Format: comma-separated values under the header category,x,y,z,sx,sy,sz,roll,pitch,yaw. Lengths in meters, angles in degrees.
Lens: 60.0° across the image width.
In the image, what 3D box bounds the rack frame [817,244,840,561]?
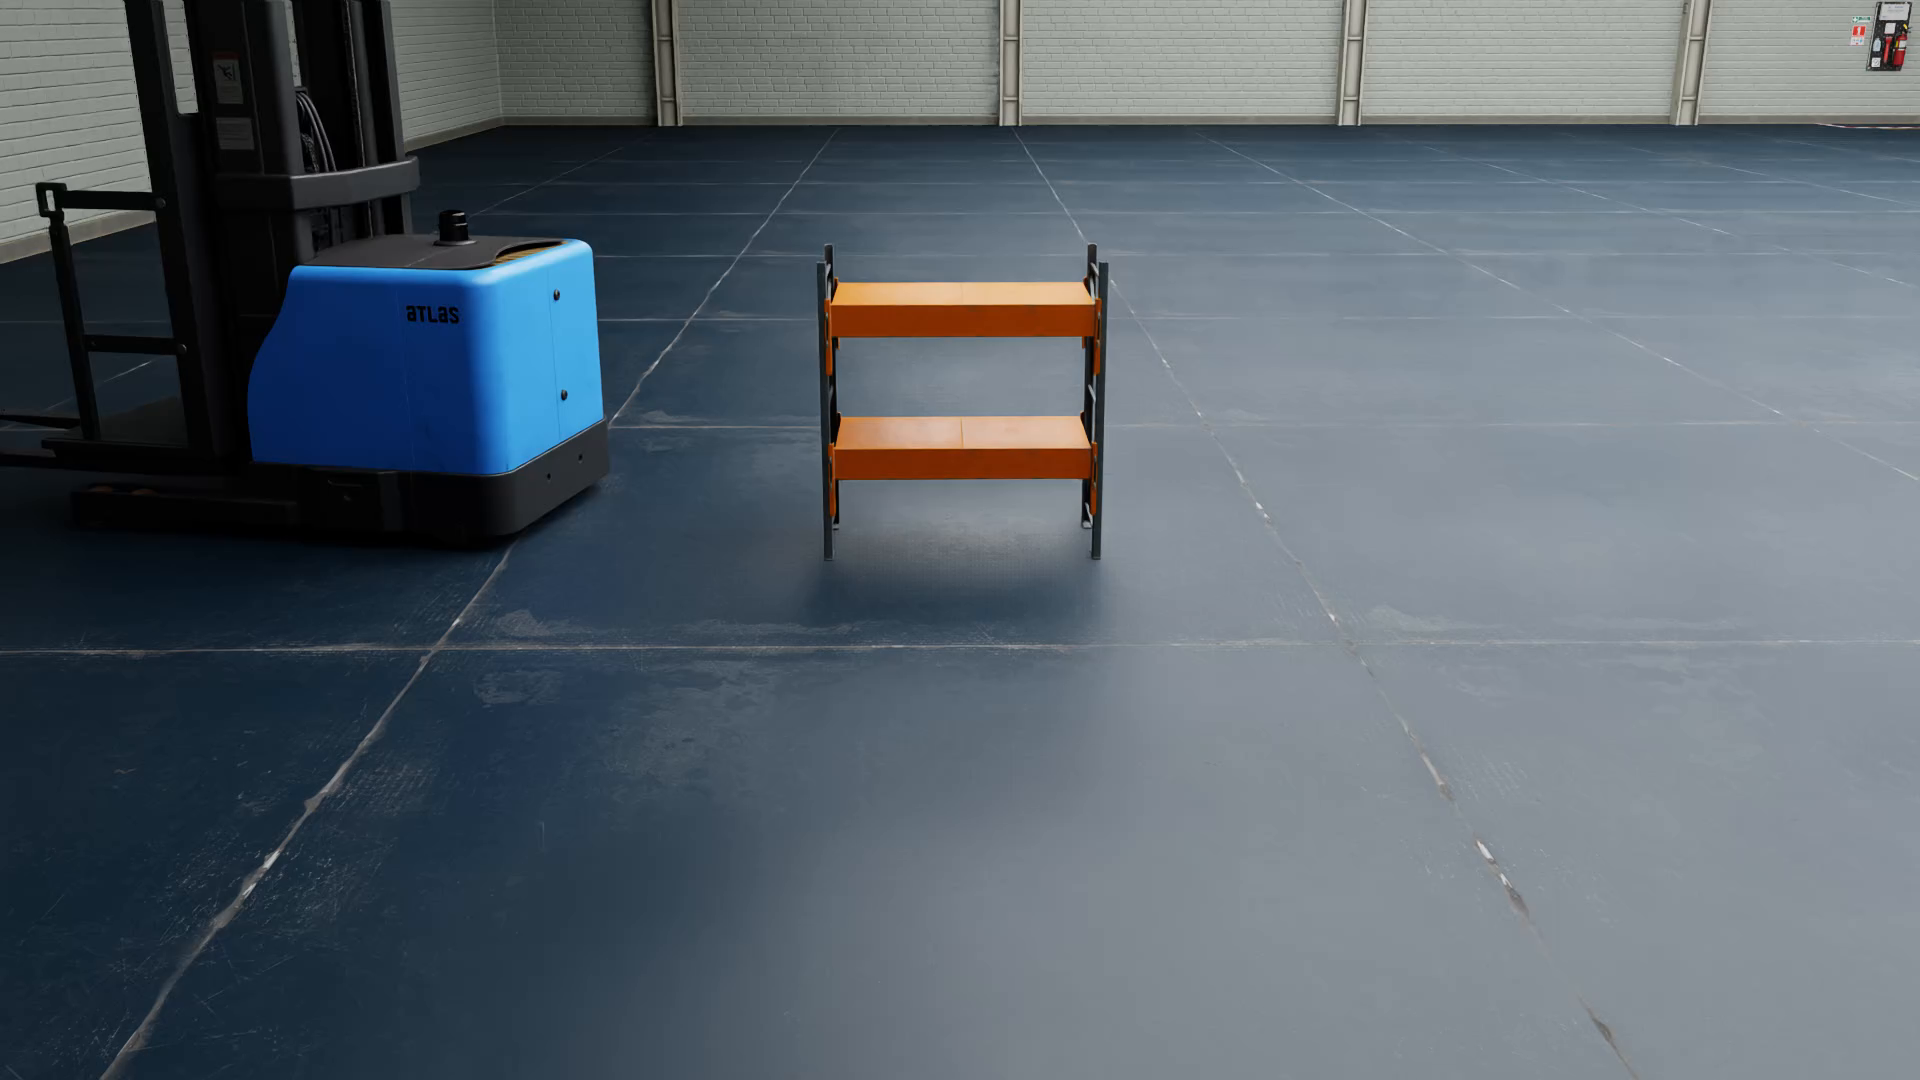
category,x,y,z,sx,sy,sz,roll,pitch,yaw
rack frame,-0.502,-0.533,6.368,0.032,1.125,0.500,0,18,-1

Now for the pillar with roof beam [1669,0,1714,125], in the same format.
category,x,y,z,sx,sy,sz,roll,pitch,yaw
pillar with roof beam,12.954,-10.378,24.167,0.400,9.000,9.100,0,18,-1

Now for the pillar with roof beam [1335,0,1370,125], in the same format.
category,x,y,z,sx,sy,sz,roll,pitch,yaw
pillar with roof beam,6.955,-10.349,24.077,0.400,9.000,9.100,0,18,-1

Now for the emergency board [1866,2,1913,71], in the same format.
category,x,y,z,sx,sy,sz,roll,pitch,yaw
emergency board,16.414,-8.865,29.271,0.643,1.169,0.194,0,18,-1

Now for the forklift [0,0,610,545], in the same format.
category,x,y,z,sx,sy,sz,roll,pitch,yaw
forklift,-3.093,-1.586,6.694,3.031,2.935,1.130,4,18,11

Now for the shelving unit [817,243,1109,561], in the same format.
category,x,y,z,sx,sy,sz,roll,pitch,yaw
shelving unit,0.007,-0.536,6.376,1.048,1.125,0.538,0,18,-1

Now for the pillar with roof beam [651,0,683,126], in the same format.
category,x,y,z,sx,sy,sz,roll,pitch,yaw
pillar with roof beam,-5.044,-10.291,23.896,0.400,9.000,9.100,0,18,-1

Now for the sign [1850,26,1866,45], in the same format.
category,x,y,z,sx,sy,sz,roll,pitch,yaw
sign,15.860,-8.911,29.356,0.234,0.329,0.001,0,18,-1

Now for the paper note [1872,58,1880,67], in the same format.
category,x,y,z,sx,sy,sz,roll,pitch,yaw
paper note,16.236,-8.466,29.469,0.142,0.148,0.016,0,18,-1

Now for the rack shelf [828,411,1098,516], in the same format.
category,x,y,z,sx,sy,sz,roll,pitch,yaw
rack shelf,0.007,-0.303,6.451,1.000,0.278,0.538,0,18,-1

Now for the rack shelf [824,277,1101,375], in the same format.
category,x,y,z,sx,sy,sz,roll,pitch,yaw
rack shelf,0.007,-0.814,6.286,1.000,0.278,0.538,0,18,-1

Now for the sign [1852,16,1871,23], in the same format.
category,x,y,z,sx,sy,sz,roll,pitch,yaw
sign,15.864,-9.160,29.266,0.331,0.109,0.001,0,18,-1

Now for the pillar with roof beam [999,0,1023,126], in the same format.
category,x,y,z,sx,sy,sz,roll,pitch,yaw
pillar with roof beam,0.956,-10.320,23.987,0.400,9.000,9.100,0,18,-1

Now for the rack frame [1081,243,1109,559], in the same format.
category,x,y,z,sx,sy,sz,roll,pitch,yaw
rack frame,0.515,-0.538,6.384,0.032,1.125,0.500,0,18,-1
